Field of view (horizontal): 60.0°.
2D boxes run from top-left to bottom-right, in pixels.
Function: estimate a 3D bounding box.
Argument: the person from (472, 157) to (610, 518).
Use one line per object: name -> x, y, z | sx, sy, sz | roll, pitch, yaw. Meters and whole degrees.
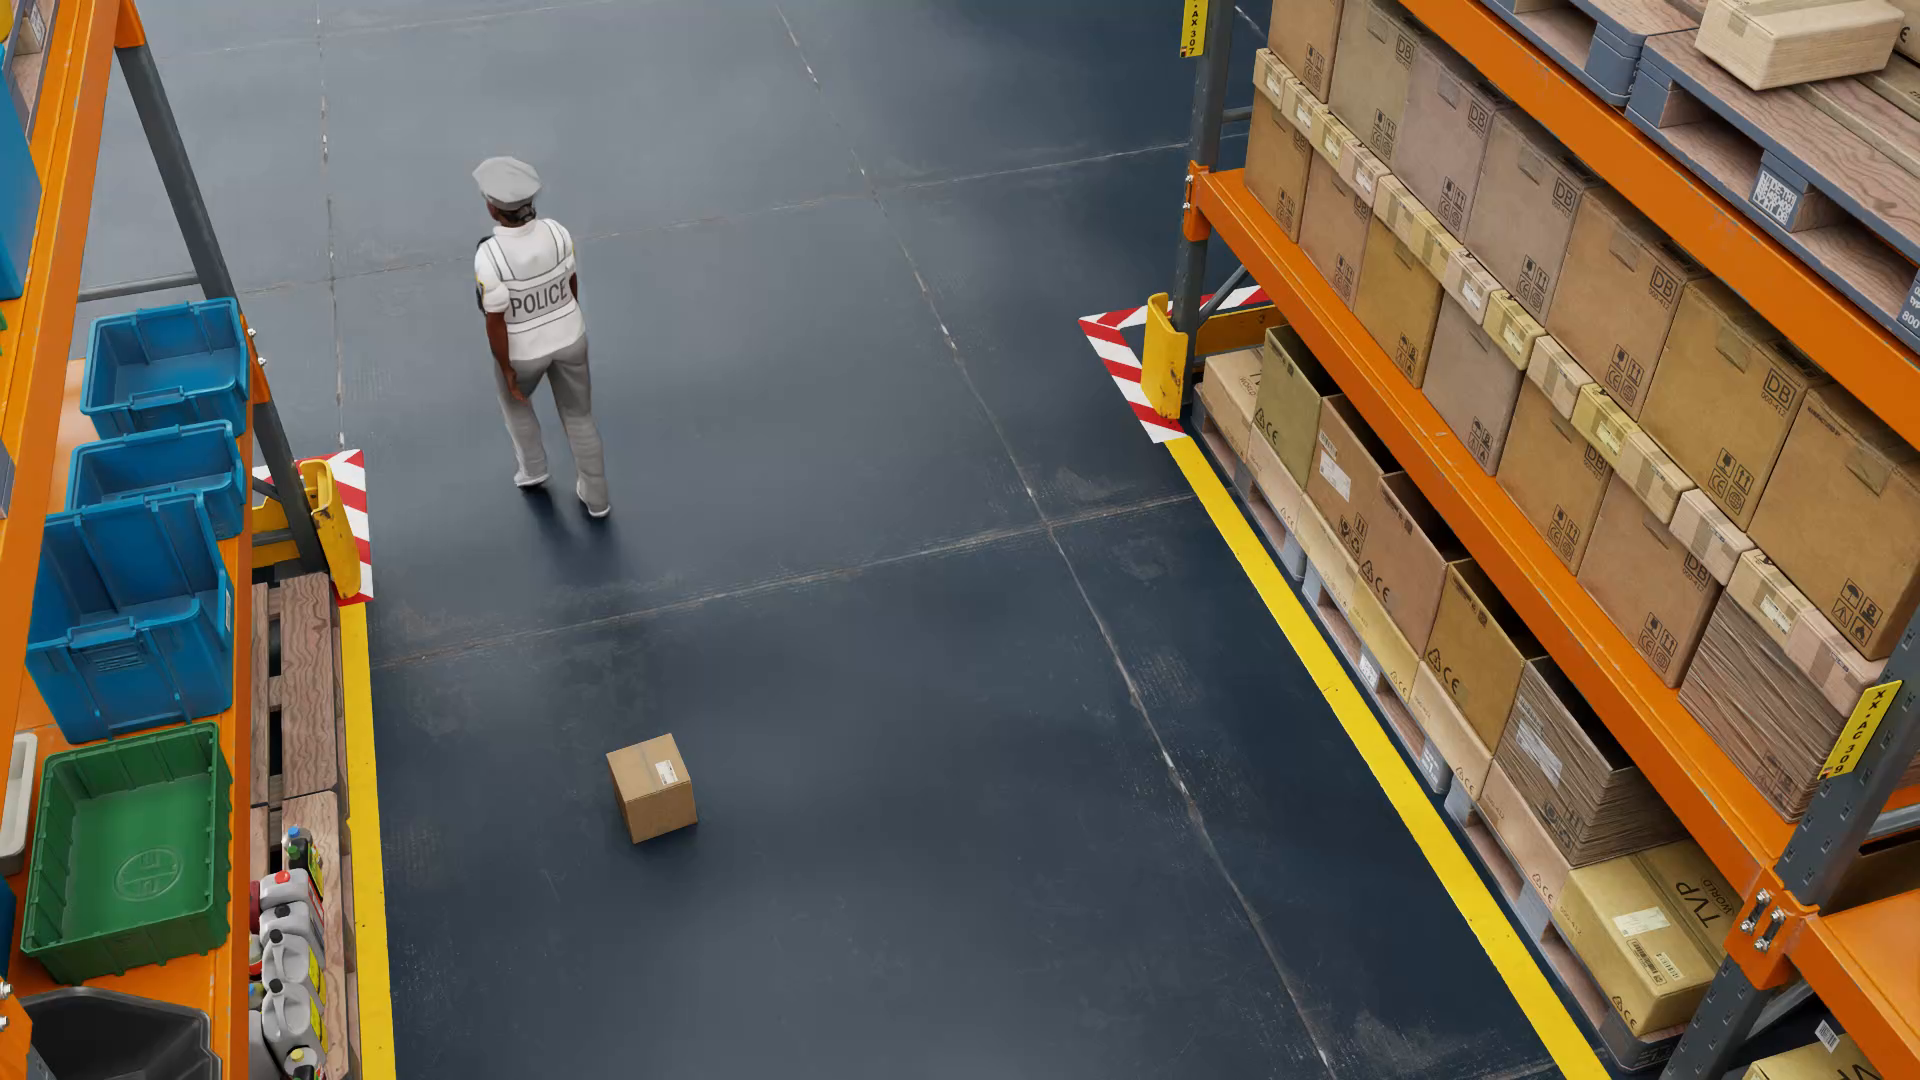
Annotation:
person -> -1.789, -0.817, 7.069 | 0.463, 1.752, 0.596 | -25, 48, -25
